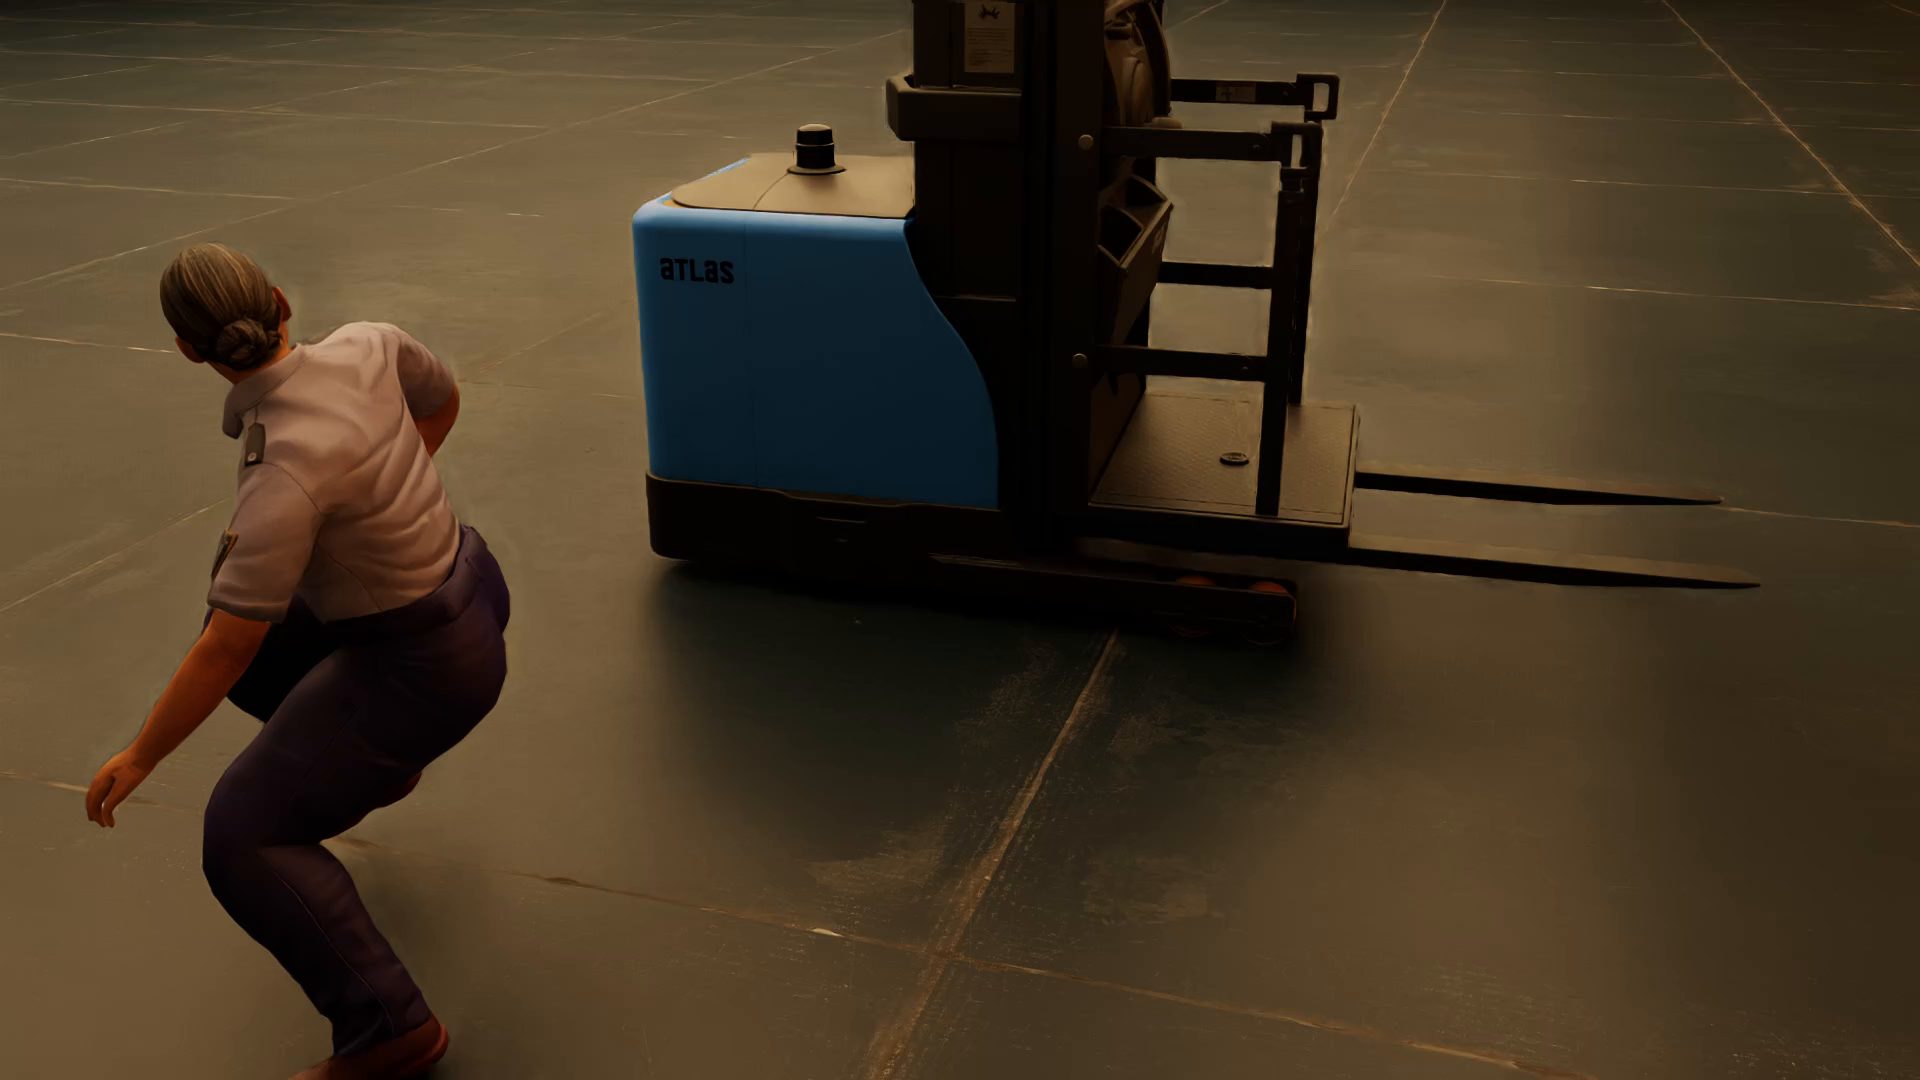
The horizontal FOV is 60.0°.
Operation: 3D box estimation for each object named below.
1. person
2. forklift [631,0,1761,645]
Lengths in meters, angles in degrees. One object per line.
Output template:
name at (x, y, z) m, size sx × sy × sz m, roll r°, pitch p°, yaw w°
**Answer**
person at (-1.127, 0.176, 2.929) m, size 0.632 × 1.439 × 0.825 m, roll -3°, pitch 23°, yaw -6°
forklift at (0.664, -1.298, 4.423) m, size 3.031 × 2.935 × 1.130 m, roll 5°, pitch 23°, yaw 13°
